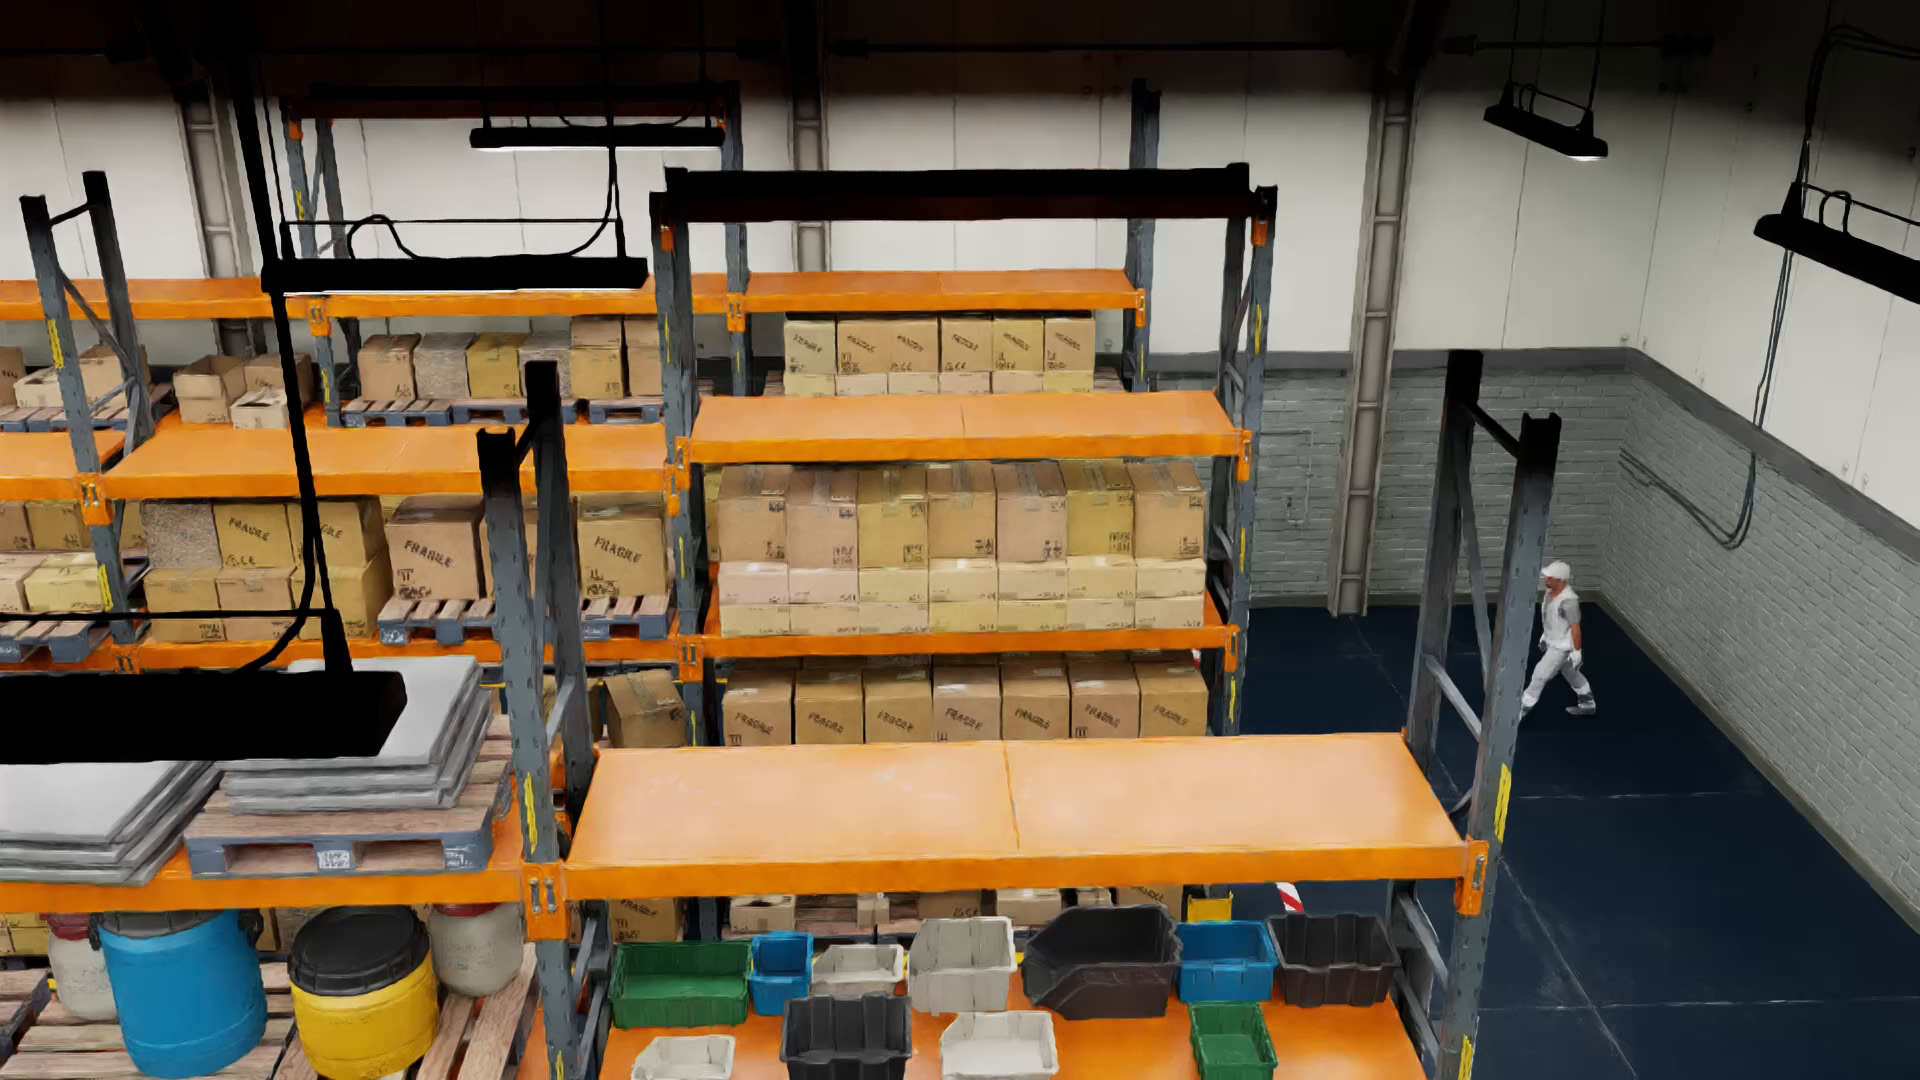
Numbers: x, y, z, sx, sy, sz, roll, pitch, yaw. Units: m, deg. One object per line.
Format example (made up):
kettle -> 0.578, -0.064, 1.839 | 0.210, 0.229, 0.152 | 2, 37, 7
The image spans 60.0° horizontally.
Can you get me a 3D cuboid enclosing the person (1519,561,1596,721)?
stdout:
person -> 5.836, 0.998, 16.379 | 1.123, 1.709, 0.553 | 0, 22, -1
